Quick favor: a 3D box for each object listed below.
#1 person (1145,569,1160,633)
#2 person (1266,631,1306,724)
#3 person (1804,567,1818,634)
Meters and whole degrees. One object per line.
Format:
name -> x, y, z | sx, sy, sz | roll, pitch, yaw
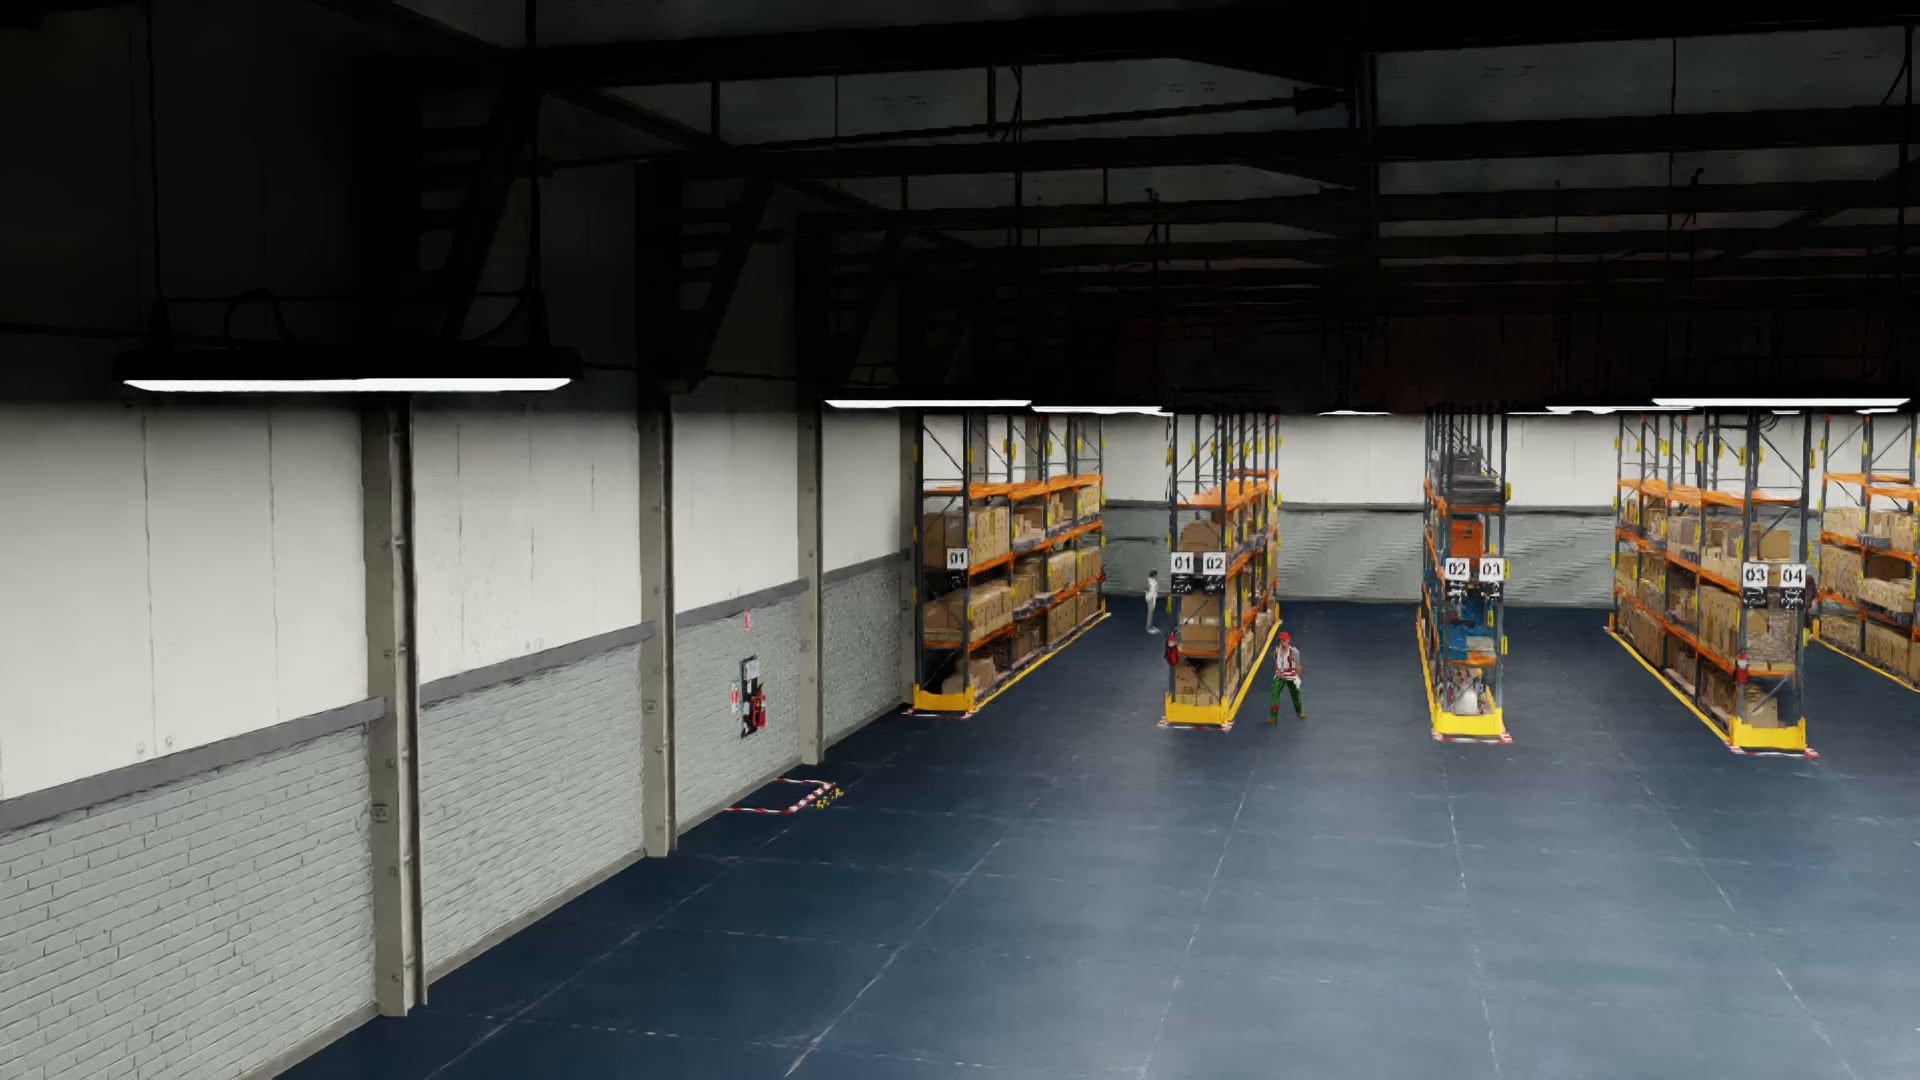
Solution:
person -> 5.144, 1.608, 44.206 | 0.426, 1.682, 0.551 | 0, 4, -7
person -> 6.121, 2.564, 31.159 | 0.596, 1.734, 0.981 | 3, 5, 34
person -> 22.537, 1.570, 44.331 | 0.550, 1.802, 0.665 | -2, 5, -23
